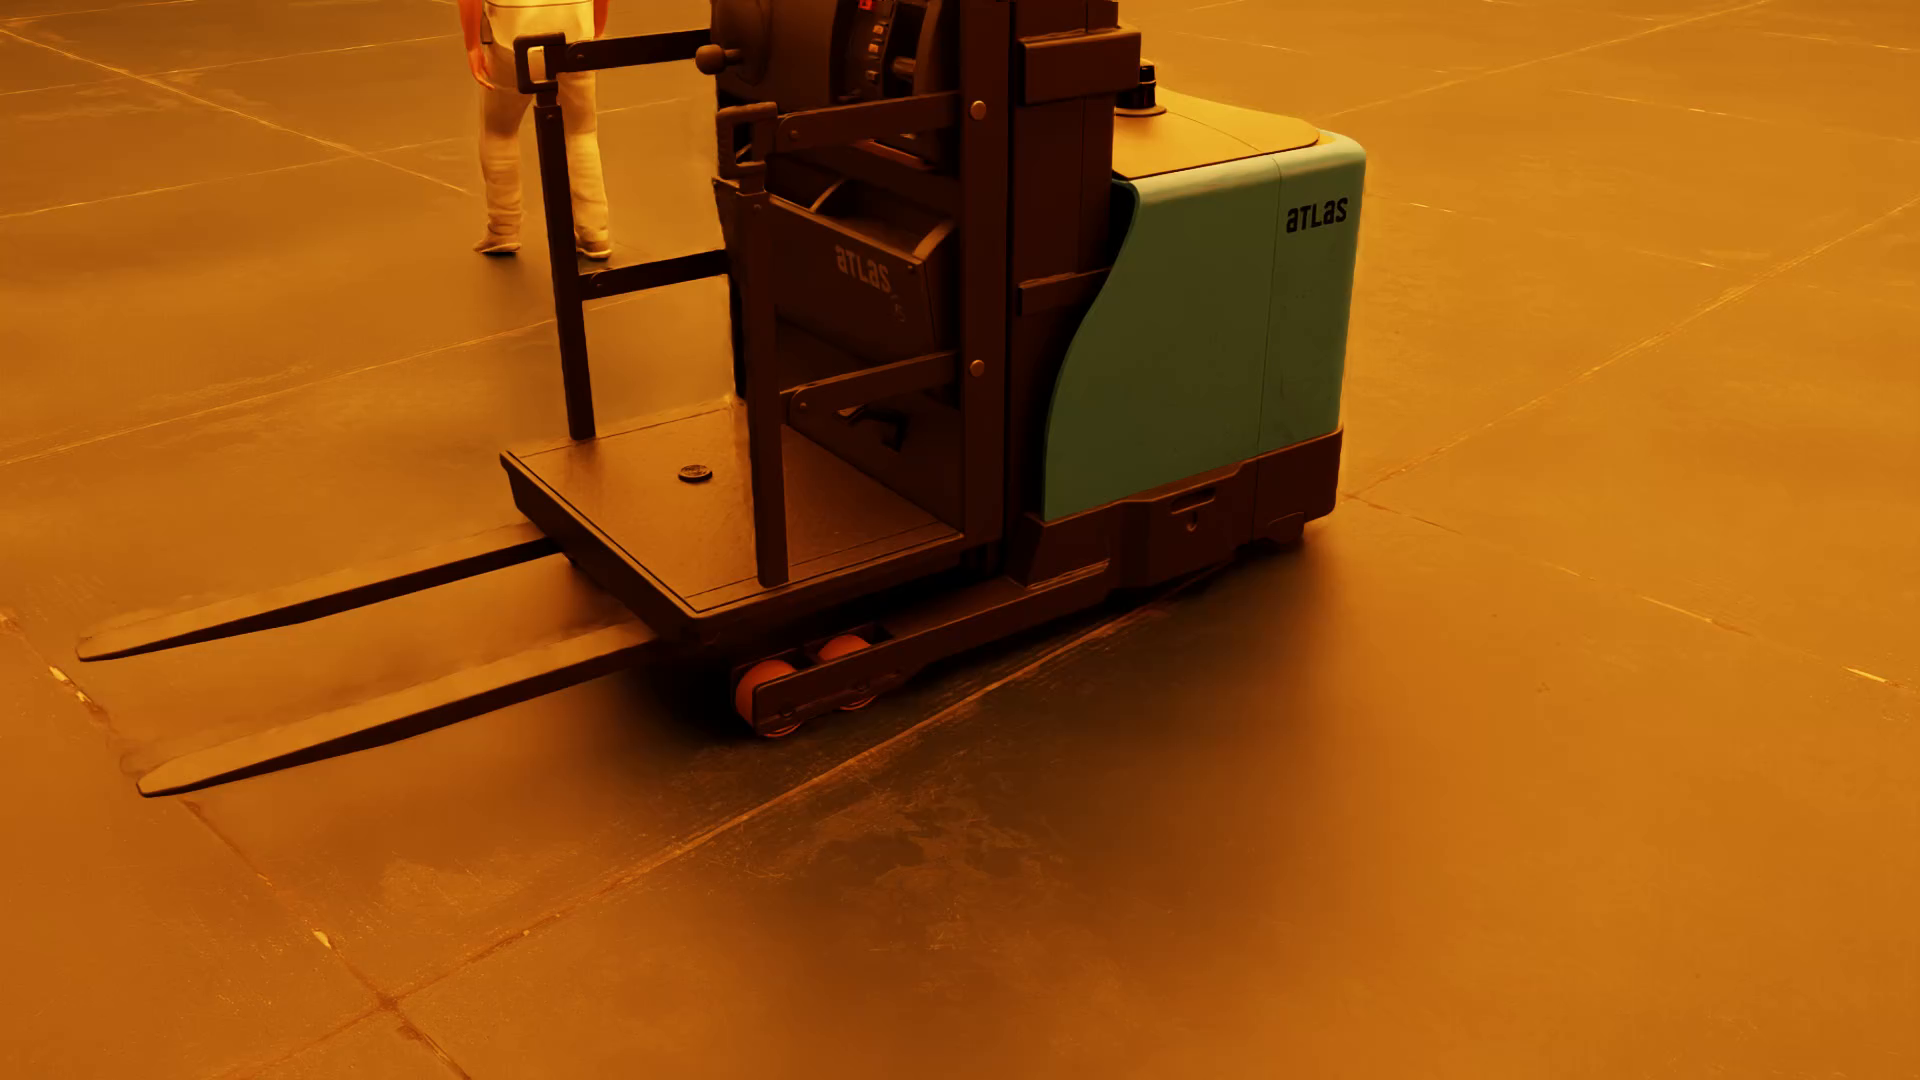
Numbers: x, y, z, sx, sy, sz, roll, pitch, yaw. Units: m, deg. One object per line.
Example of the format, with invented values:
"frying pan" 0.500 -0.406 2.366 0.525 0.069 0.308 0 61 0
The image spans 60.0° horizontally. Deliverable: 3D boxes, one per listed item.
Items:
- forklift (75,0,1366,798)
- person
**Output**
"forklift" -0.466 -1.147 3.552 3.031 2.935 1.130 -17 31 -31
"person" -1.714 -1.995 6.689 0.631 1.791 0.542 -14 29 -26
